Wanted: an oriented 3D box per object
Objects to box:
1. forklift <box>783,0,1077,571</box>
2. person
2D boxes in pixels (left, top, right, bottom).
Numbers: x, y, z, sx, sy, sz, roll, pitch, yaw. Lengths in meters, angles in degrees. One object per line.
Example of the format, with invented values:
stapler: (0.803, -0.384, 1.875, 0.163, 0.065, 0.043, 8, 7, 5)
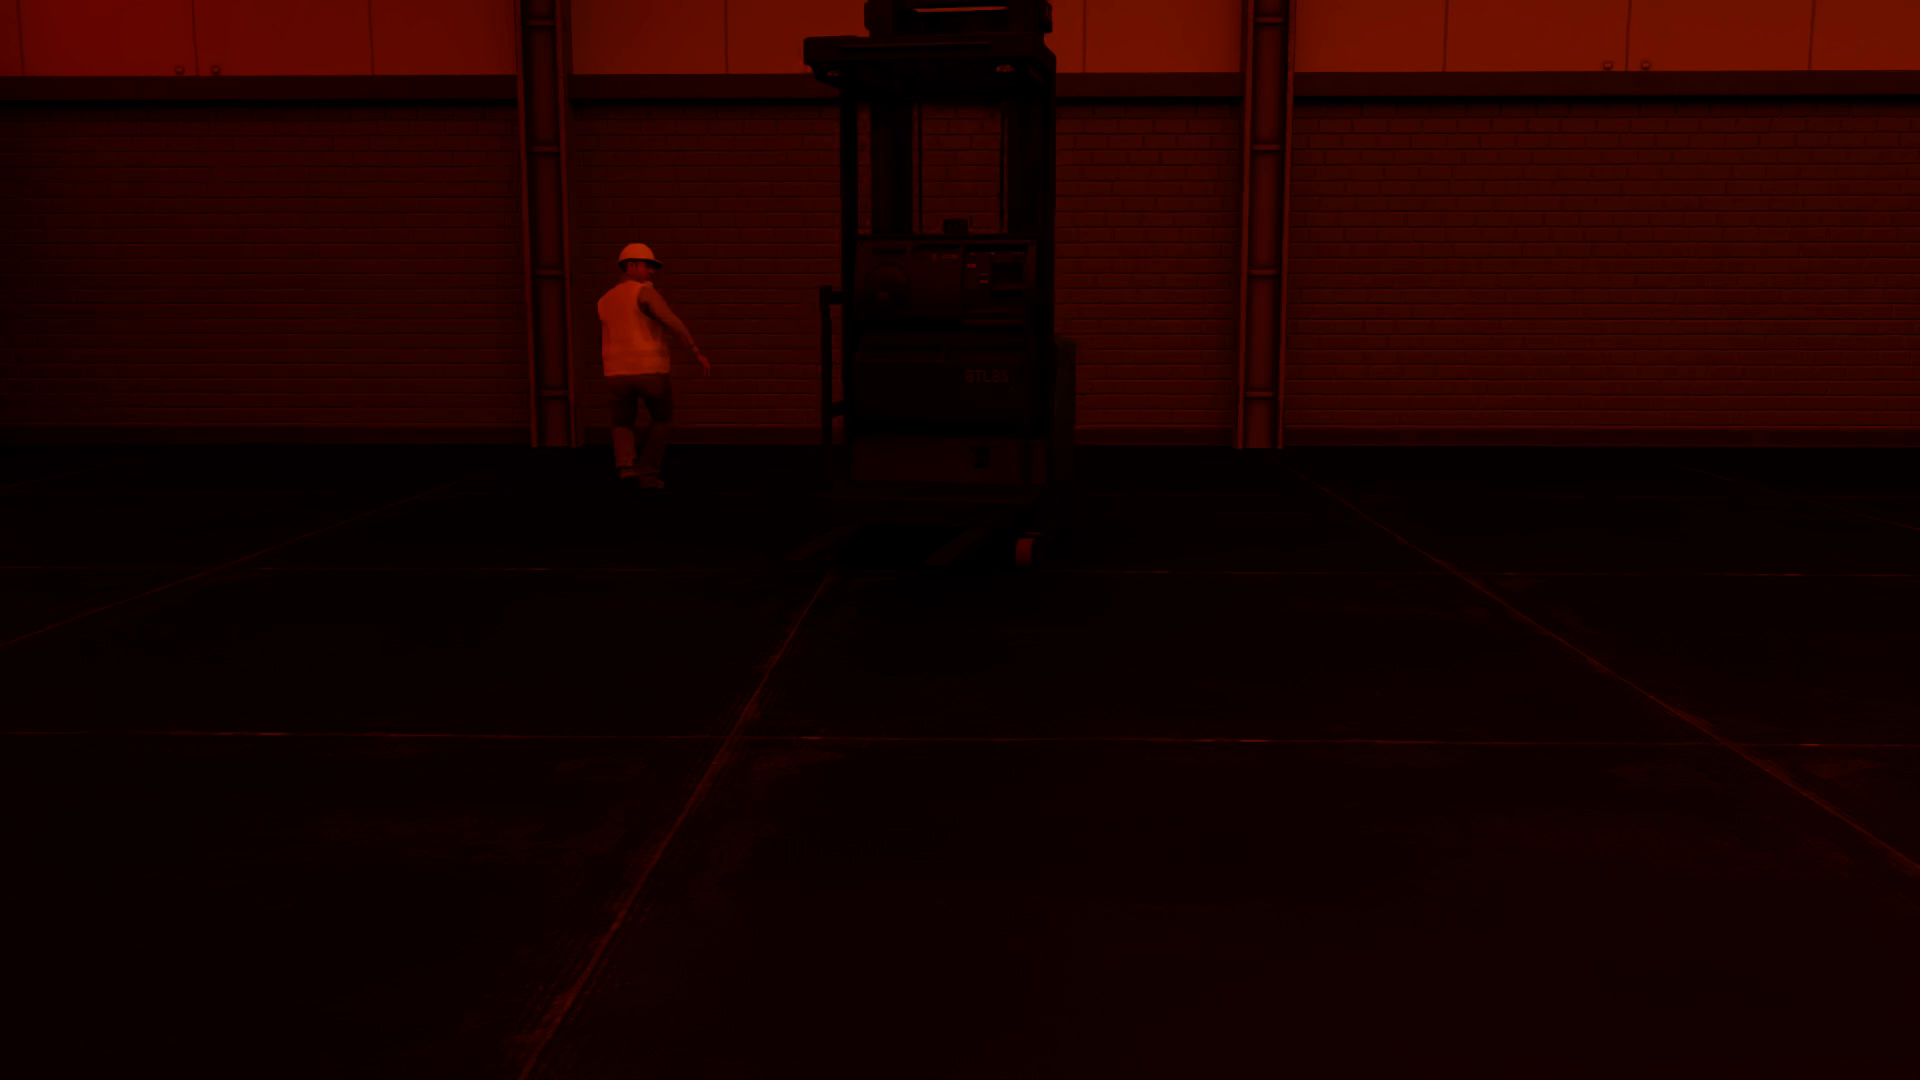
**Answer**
forklift: (-0.115, -1.358, 8.188, 1.130, 2.935, 3.031, 2, 9, 11)
person: (-2.031, -1.136, 11.033, 0.856, 1.642, 0.815, 2, 9, 13)
